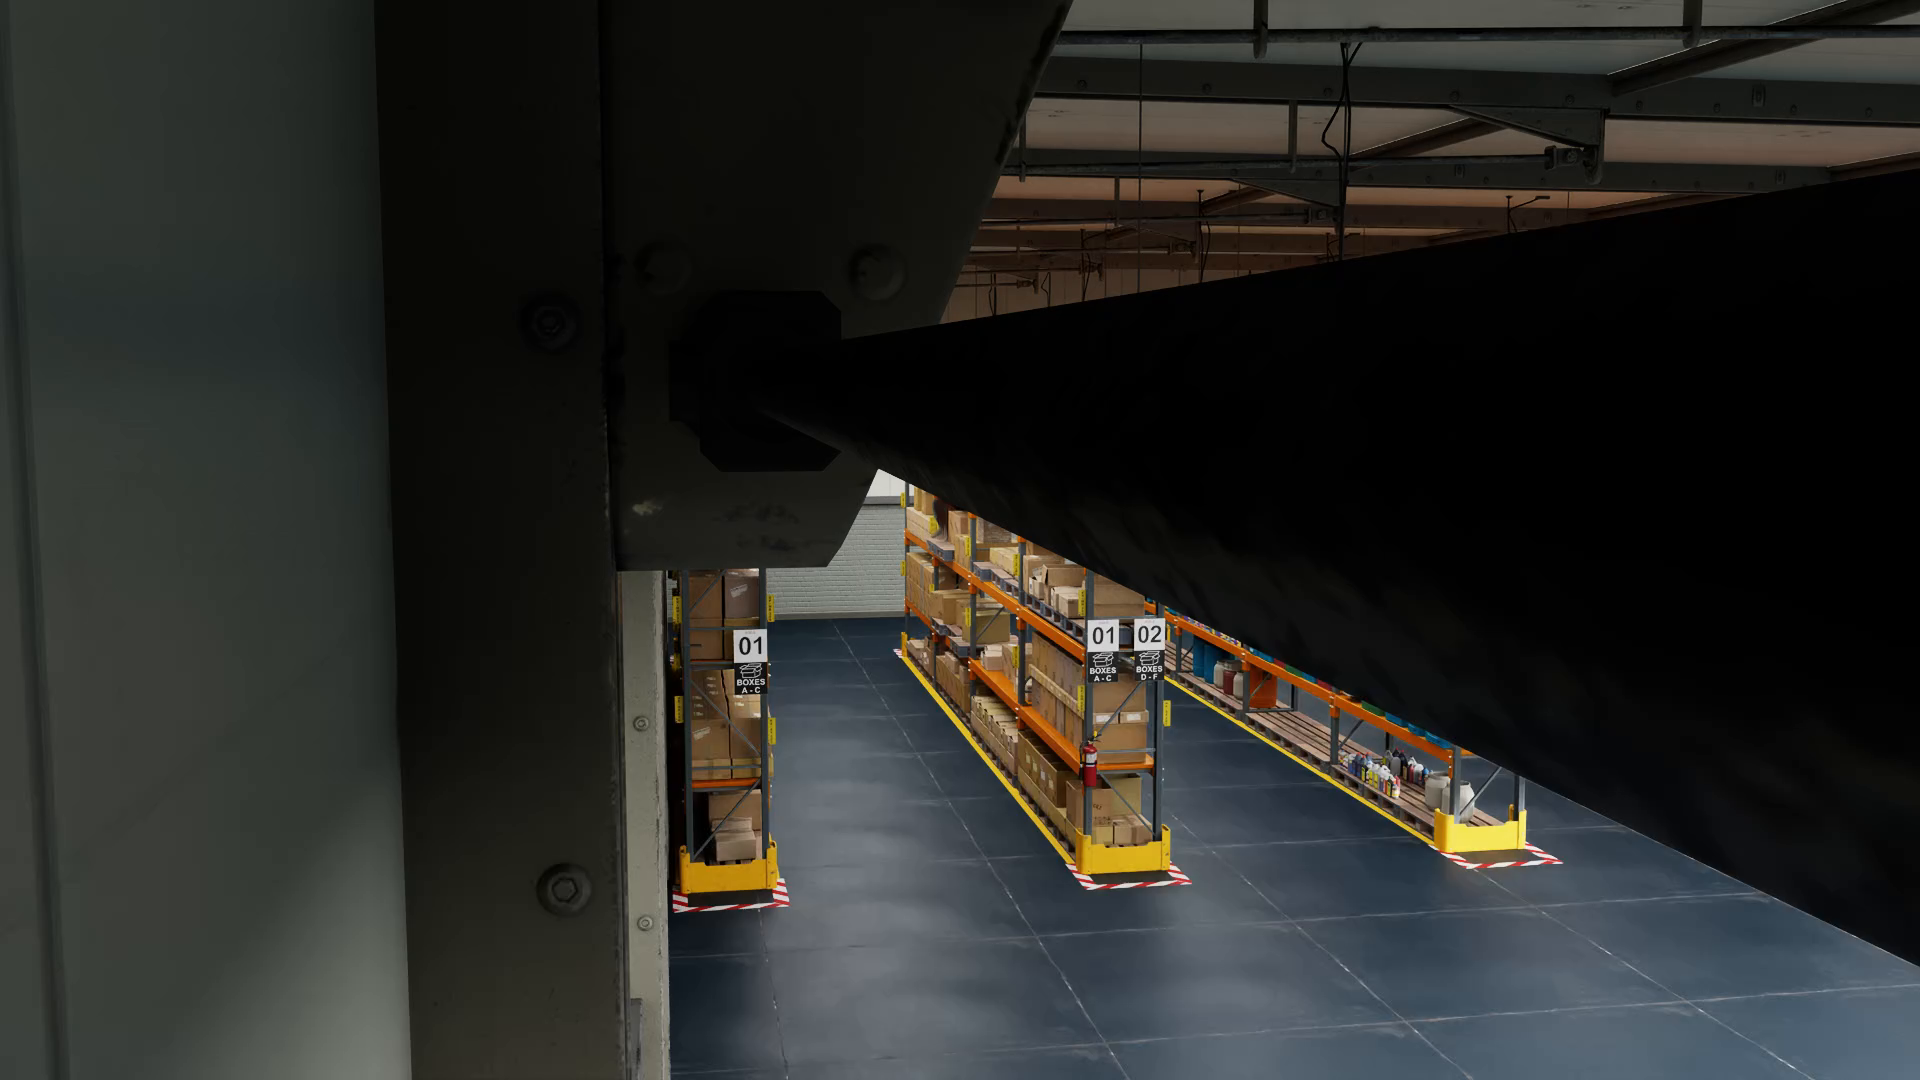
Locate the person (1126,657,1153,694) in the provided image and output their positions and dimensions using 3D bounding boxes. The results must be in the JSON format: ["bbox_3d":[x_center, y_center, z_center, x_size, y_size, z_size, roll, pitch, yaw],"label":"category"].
[{"bbox_3d":[2.858,2.615,27.672,0.658,1.800,0.993,-2,6,-16],"label":"person"}]
